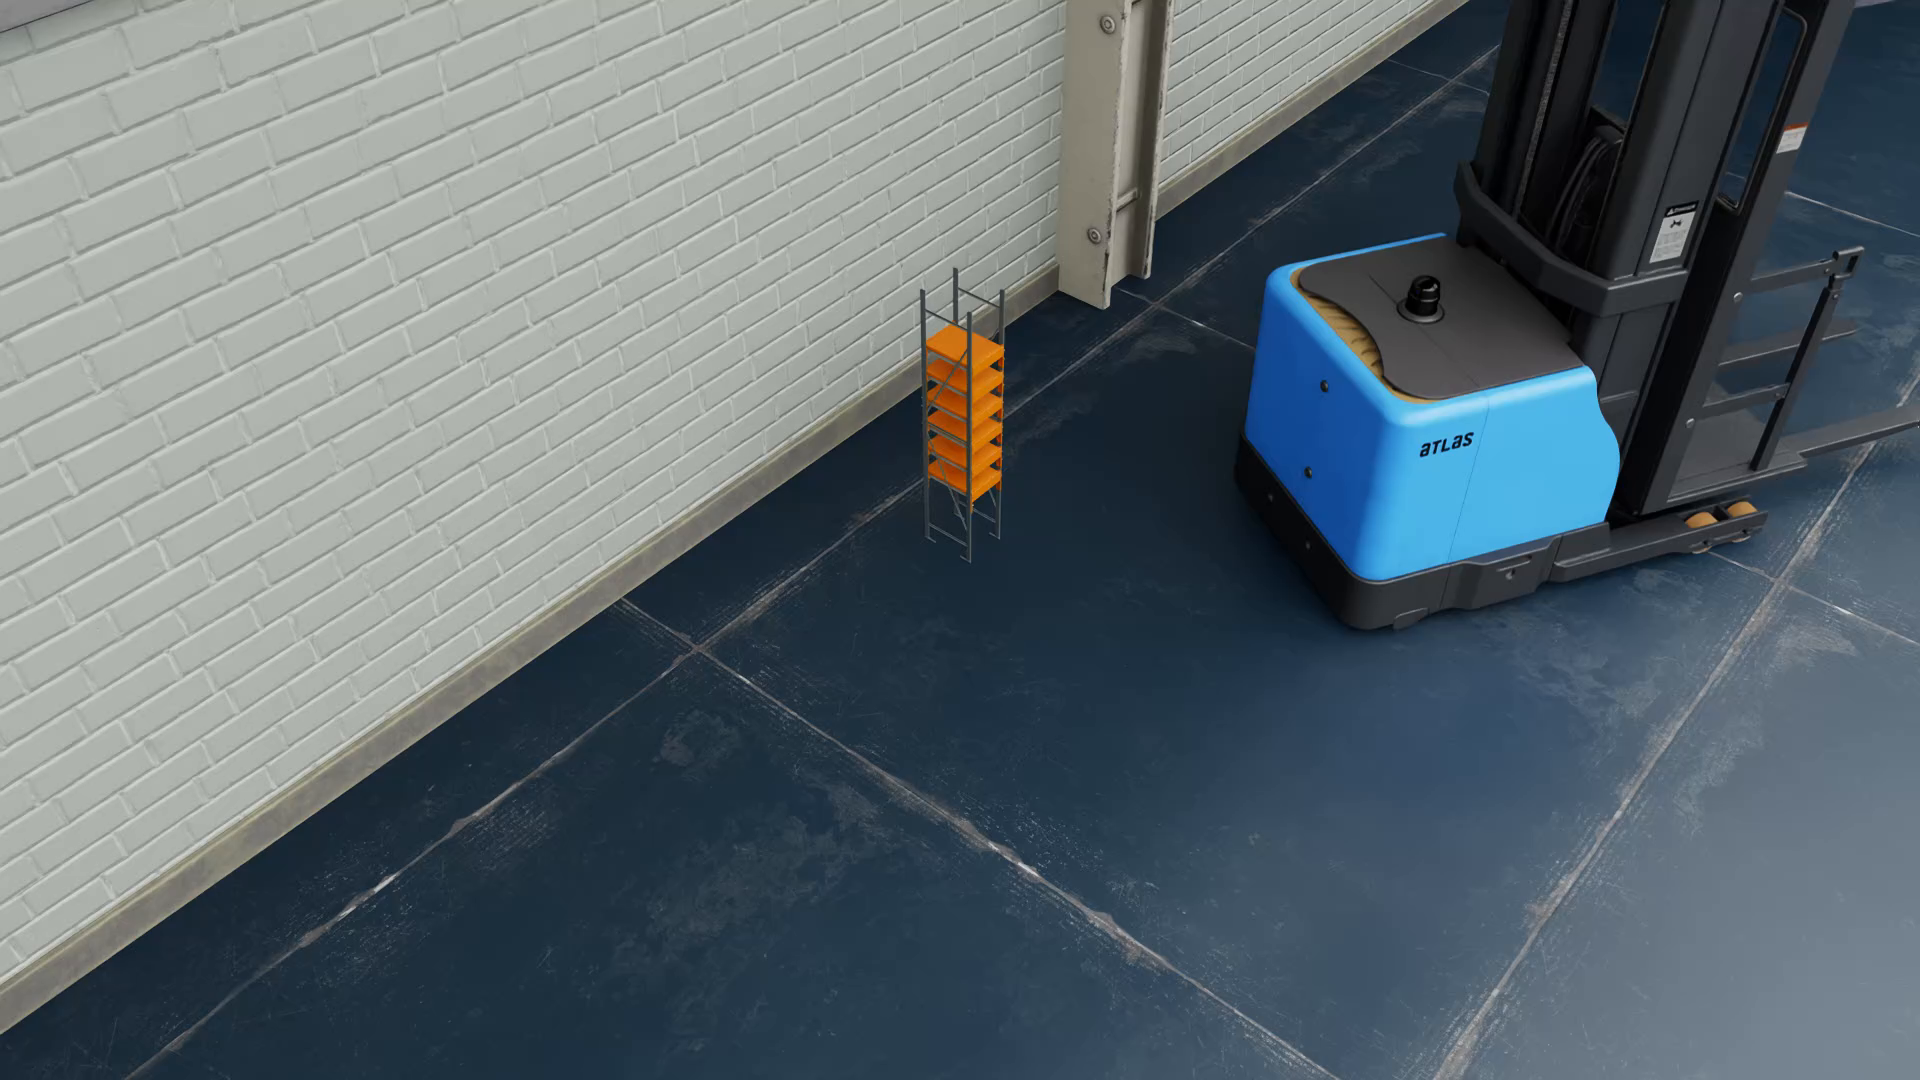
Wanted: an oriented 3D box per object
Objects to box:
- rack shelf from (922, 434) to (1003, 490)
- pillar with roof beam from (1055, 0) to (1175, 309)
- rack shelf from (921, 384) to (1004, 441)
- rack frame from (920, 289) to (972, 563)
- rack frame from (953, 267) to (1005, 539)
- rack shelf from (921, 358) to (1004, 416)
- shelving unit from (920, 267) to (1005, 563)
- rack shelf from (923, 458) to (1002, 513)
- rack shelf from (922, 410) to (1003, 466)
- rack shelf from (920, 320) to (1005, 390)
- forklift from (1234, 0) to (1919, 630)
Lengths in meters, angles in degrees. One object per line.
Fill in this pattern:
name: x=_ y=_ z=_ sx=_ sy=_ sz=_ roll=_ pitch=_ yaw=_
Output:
rack shelf: x=0.009 y=-0.330 z=6.465 sx=0.258 sy=0.103 sz=0.180 roll=29 pitch=50 yaw=28
pillar with roof beam: x=3.991 y=-2.735 z=3.069 sx=9.100 sy=9.000 sz=0.400 roll=29 pitch=50 yaw=28
rack shelf: x=0.009 y=-0.507 z=6.304 sx=0.258 sy=0.103 sz=0.180 roll=29 pitch=50 yaw=28
rack frame: x=-0.050 y=-0.404 z=6.303 sx=0.240 sy=1.200 sz=0.006 roll=29 pitch=50 yaw=28
rack frame: x=0.068 y=-0.498 z=6.406 sx=0.240 sy=1.200 sz=0.006 roll=29 pitch=50 yaw=28
rack shelf: x=0.009 y=-0.596 z=6.223 sx=0.258 sy=0.103 sz=0.180 roll=29 pitch=50 yaw=28
shelving unit: x=0.009 y=-0.451 z=6.355 sx=0.258 sy=1.200 sz=0.189 roll=29 pitch=50 yaw=28
rack shelf: x=0.009 y=-0.241 z=6.546 sx=0.258 sy=0.103 sz=0.180 roll=29 pitch=50 yaw=28
rack shelf: x=0.009 y=-0.419 z=6.384 sx=0.258 sy=0.103 sz=0.180 roll=29 pitch=50 yaw=28
rack shelf: x=0.009 y=-0.685 z=6.142 sx=0.258 sy=0.103 sz=0.180 roll=29 pitch=50 yaw=28
forklift: x=2.716 y=-1.352 z=6.058 sx=3.031 sy=2.935 sz=1.130 roll=-14 pitch=44 yaw=-15
